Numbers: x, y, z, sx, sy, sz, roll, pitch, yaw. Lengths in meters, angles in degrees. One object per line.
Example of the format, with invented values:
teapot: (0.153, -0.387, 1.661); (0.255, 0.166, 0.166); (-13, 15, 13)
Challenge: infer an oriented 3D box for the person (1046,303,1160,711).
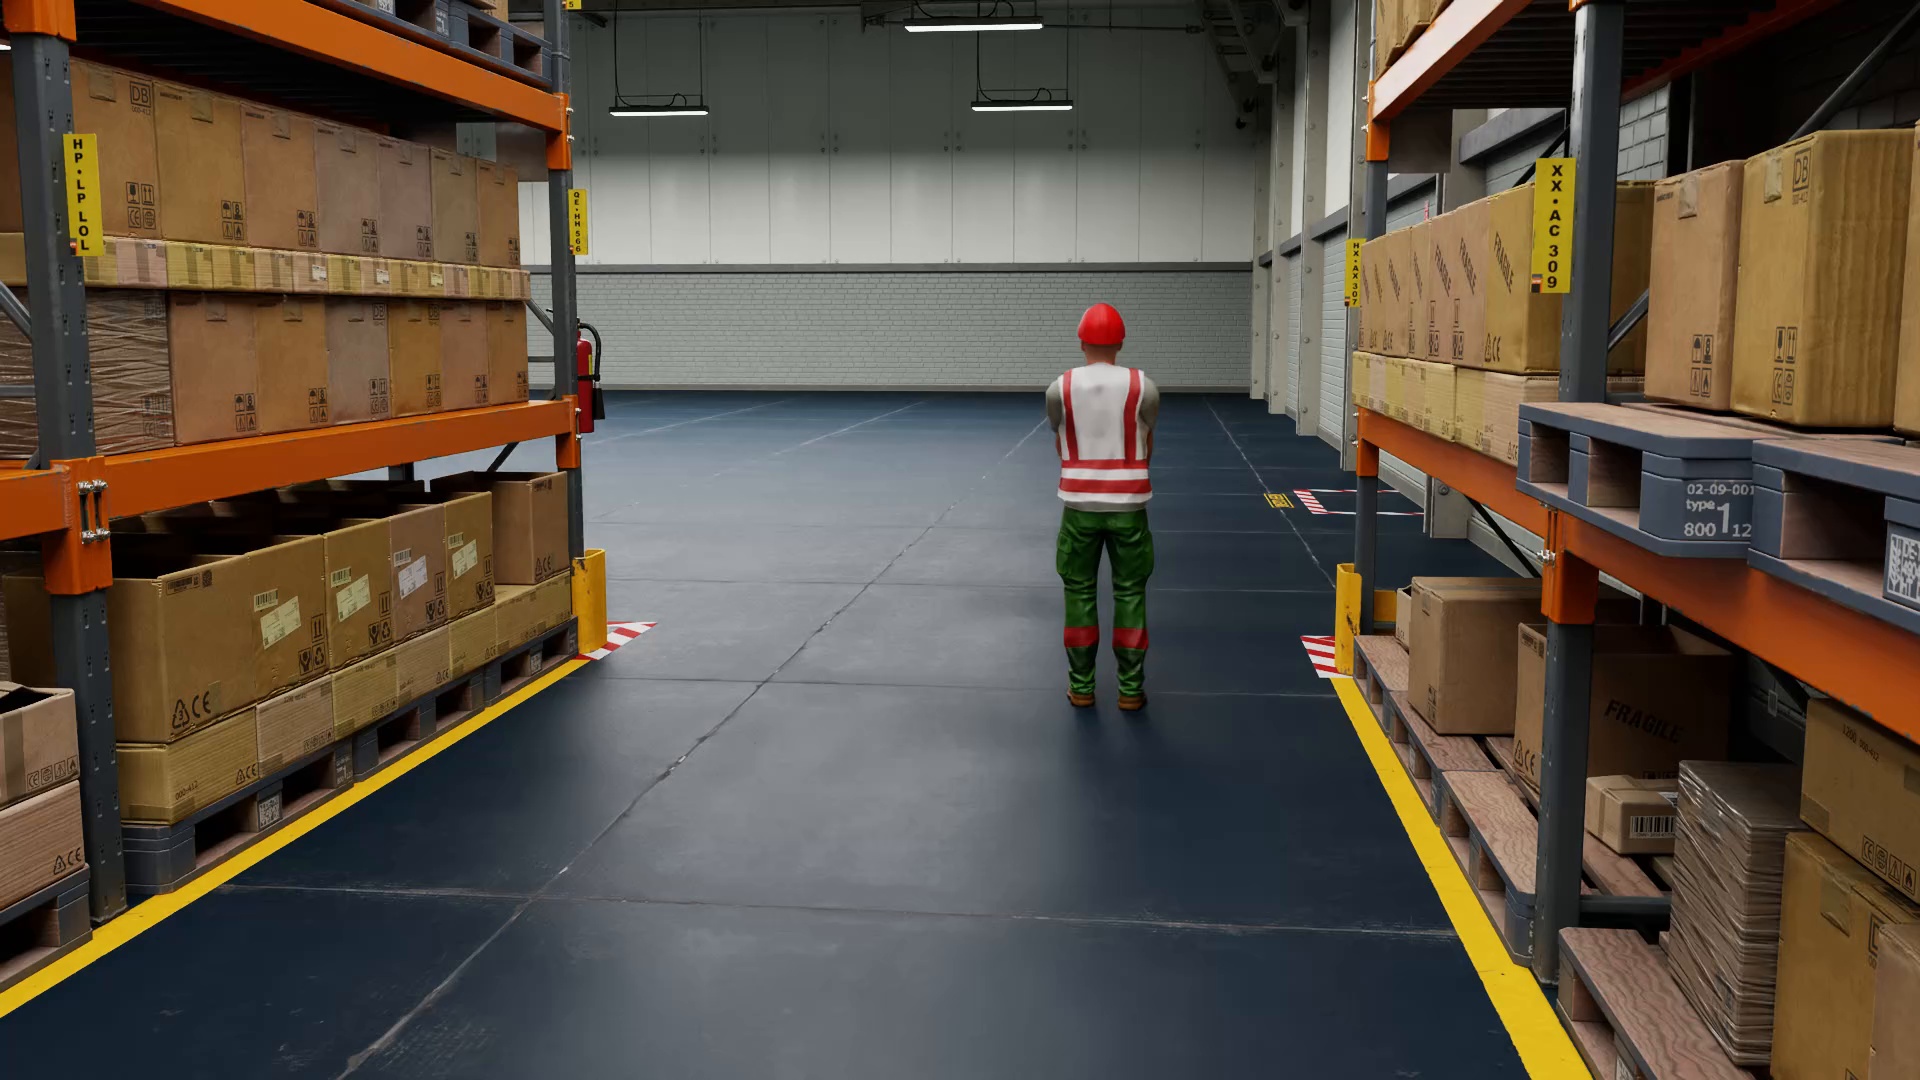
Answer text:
person: (0.635, -0.156, 7.408); (0.494, 1.782, 0.573); (1, 8, 6)
